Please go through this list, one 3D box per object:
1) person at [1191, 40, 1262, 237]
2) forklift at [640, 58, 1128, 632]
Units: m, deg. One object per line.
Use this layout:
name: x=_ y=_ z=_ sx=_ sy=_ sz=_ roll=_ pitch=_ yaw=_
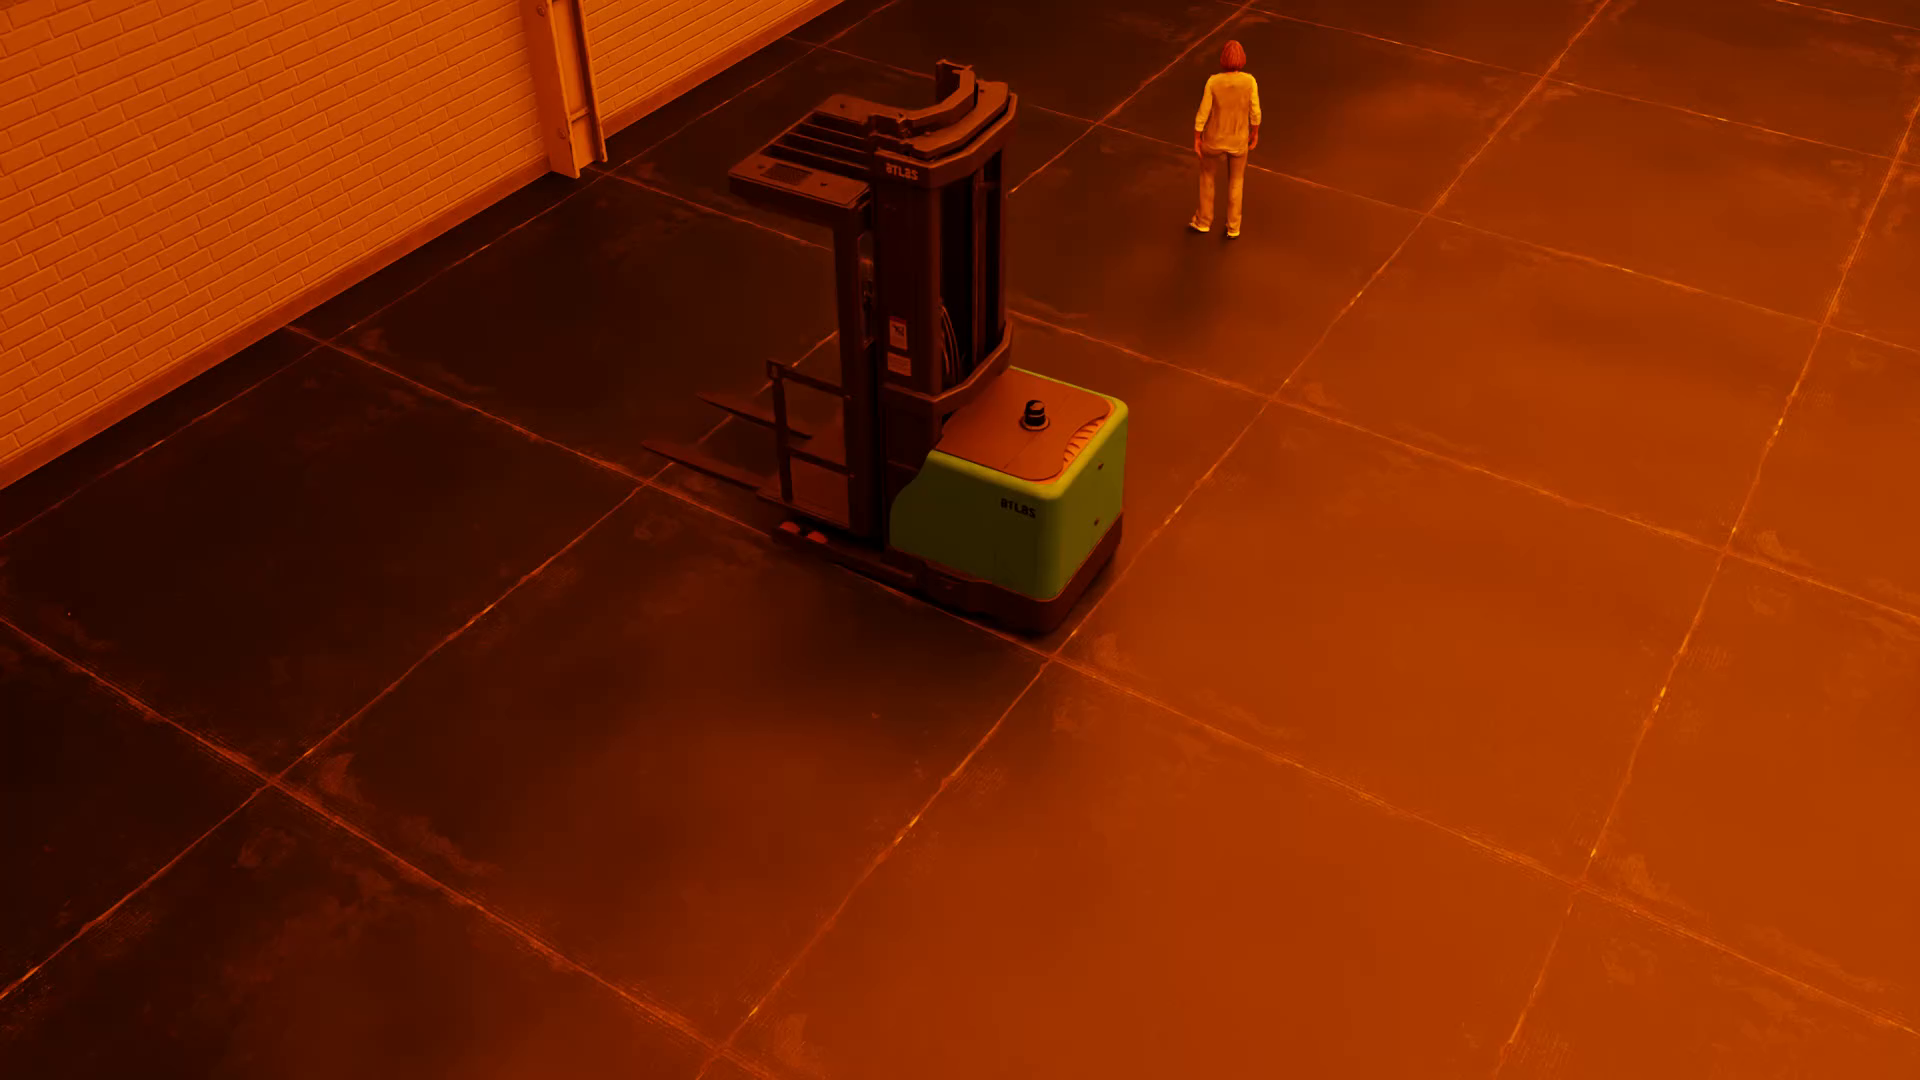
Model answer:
person: x=2.007 y=-2.999 z=12.632 sx=0.494 sy=1.516 sz=0.410 roll=2 pitch=40 yaw=2
forklift: x=-0.561 y=-1.282 z=9.479 sx=3.031 sy=2.935 sz=1.130 roll=20 pitch=44 yaw=22
